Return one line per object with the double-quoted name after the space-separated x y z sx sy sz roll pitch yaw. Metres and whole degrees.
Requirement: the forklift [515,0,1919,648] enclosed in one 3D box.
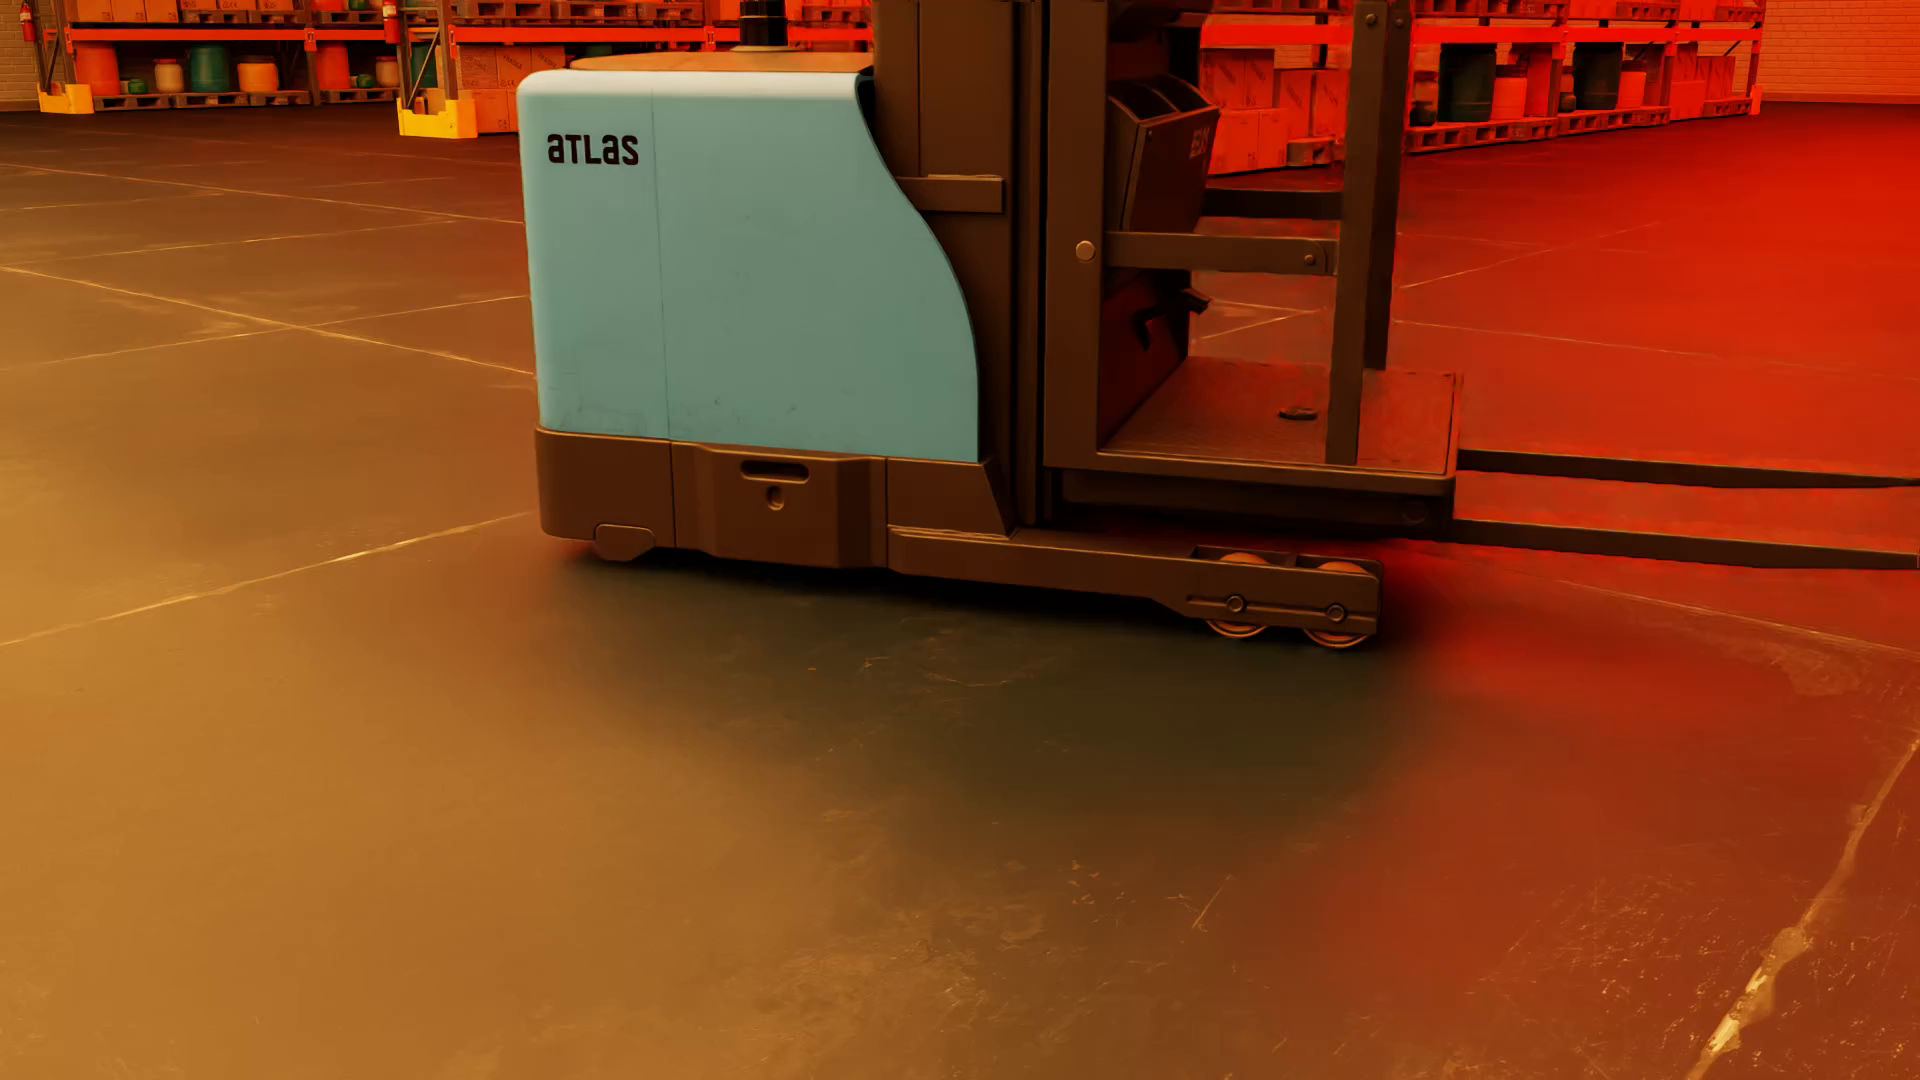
0.619 -1.364 3.389 3.031 2.935 1.130 5 18 16 "forklift"
